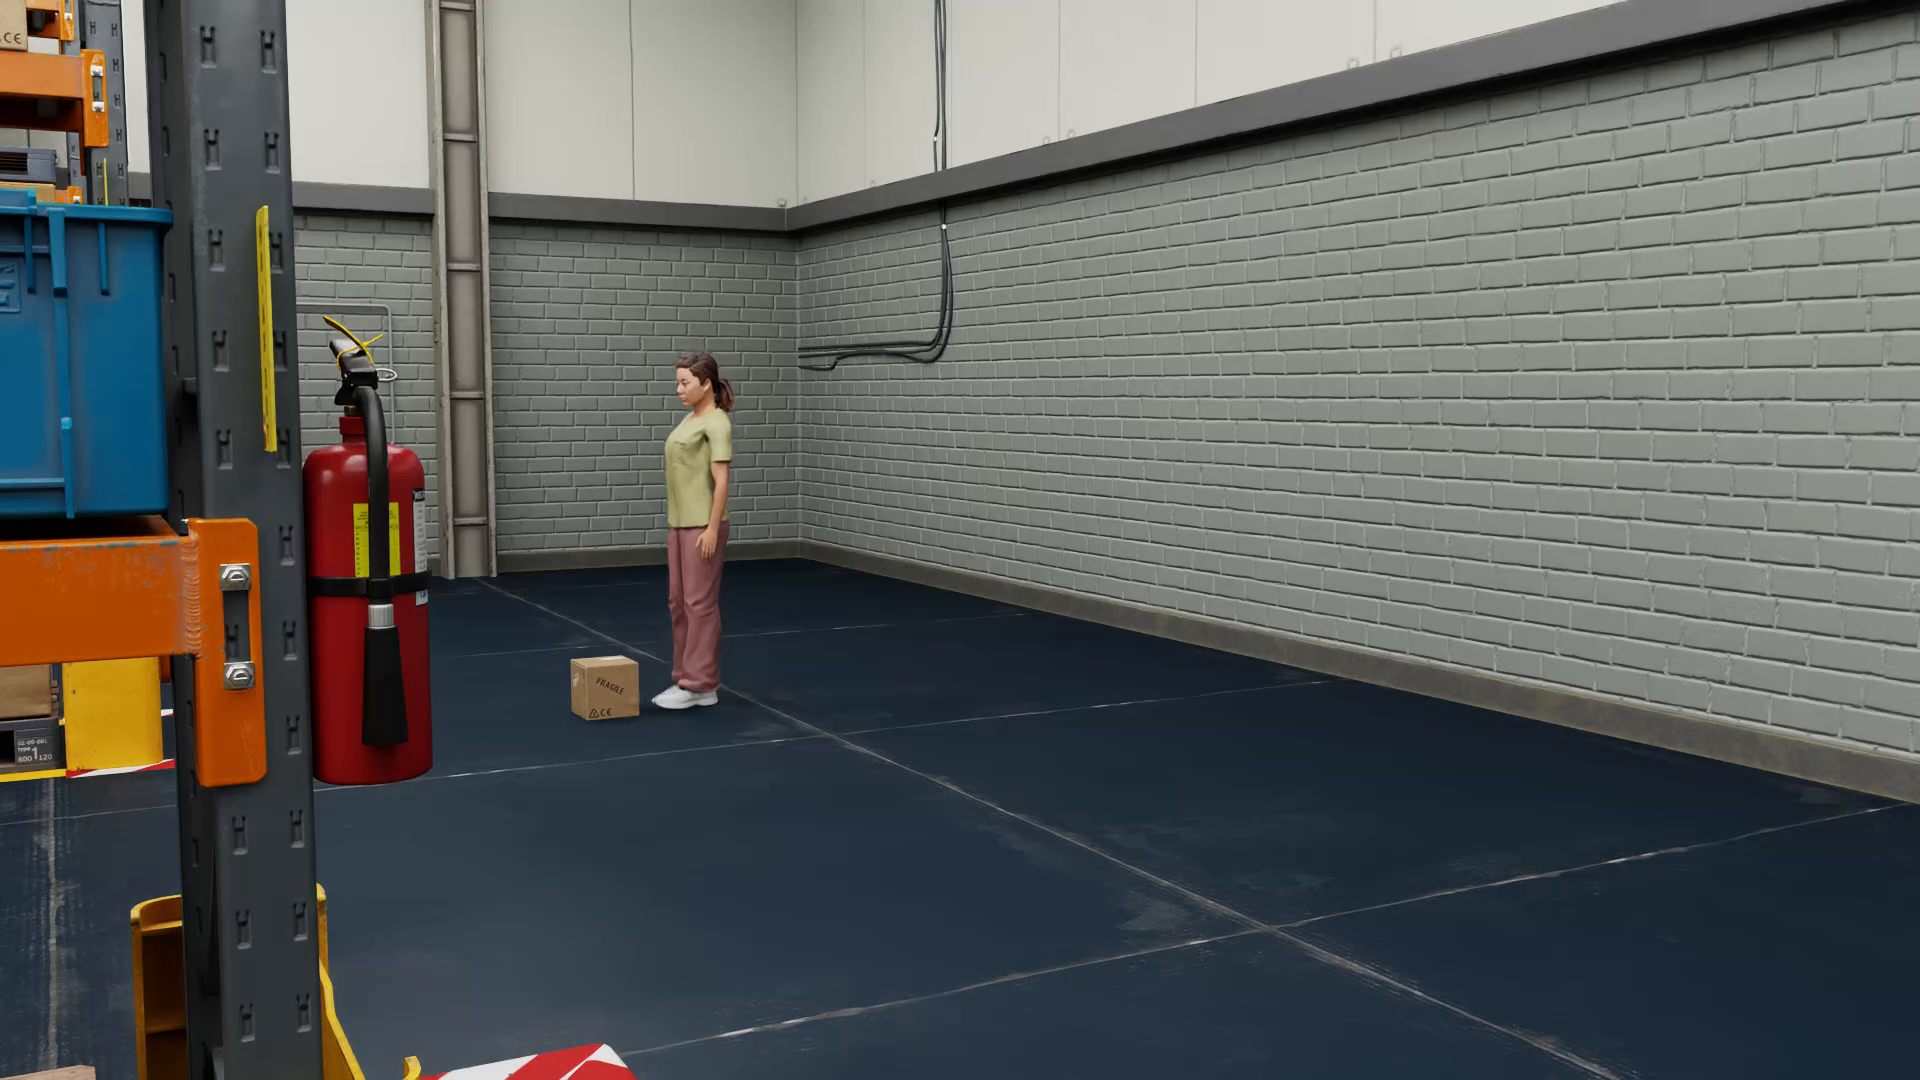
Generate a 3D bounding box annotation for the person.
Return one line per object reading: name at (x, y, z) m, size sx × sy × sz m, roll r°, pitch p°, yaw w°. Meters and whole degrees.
person at (-1.271, -0.034, 7.908) m, size 0.433 × 1.715 × 0.478 m, roll -3°, pitch 6°, yaw -29°
